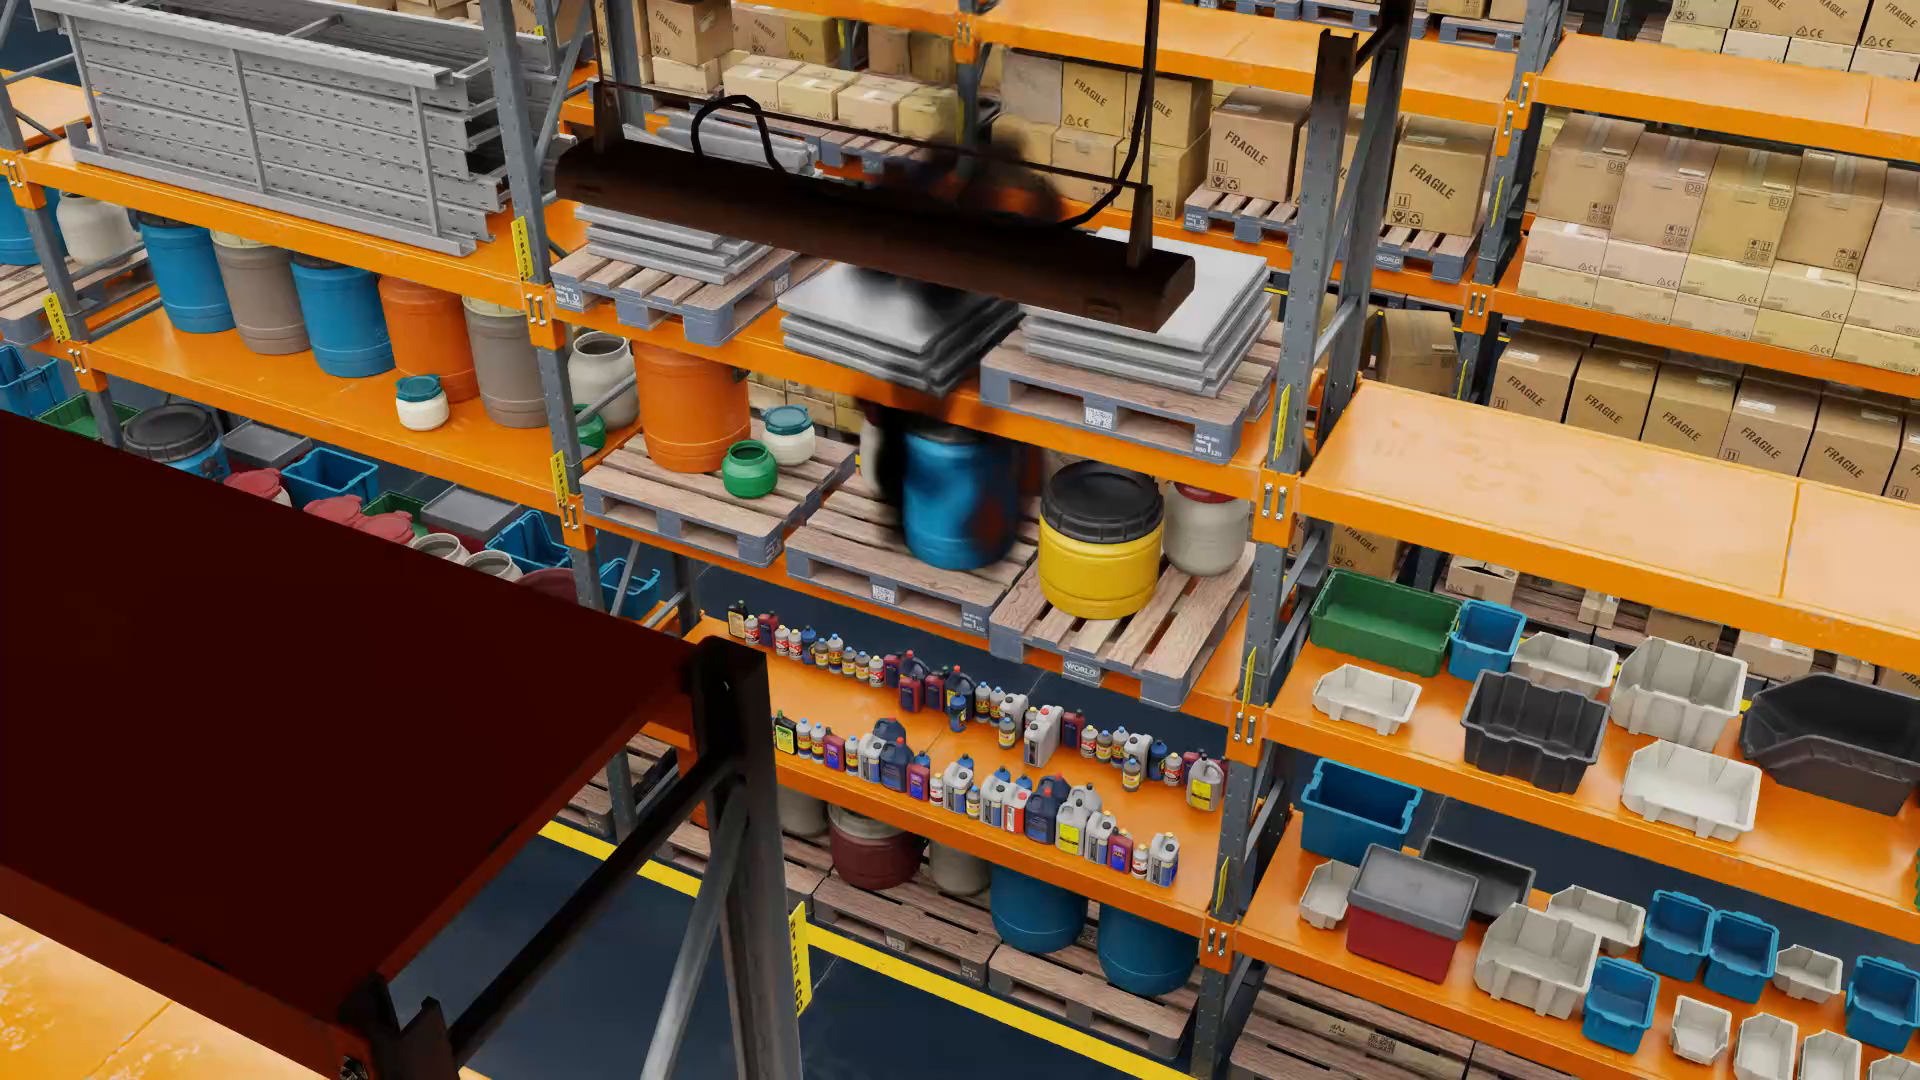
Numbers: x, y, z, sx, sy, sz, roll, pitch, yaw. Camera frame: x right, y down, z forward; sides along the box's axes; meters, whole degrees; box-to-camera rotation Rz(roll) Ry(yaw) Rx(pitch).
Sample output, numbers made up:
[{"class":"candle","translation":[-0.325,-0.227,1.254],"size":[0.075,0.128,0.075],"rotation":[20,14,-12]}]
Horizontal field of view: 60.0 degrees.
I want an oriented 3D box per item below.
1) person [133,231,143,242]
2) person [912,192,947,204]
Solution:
[{"class":"person","translation":[-9.038,-3.585,17.475],"size":[0.840,1.724,0.659],"rotation":[-17,38,-22]},{"class":"person","translation":[-0.294,-3.107,16.787],"size":[0.888,1.750,0.710],"rotation":[8,36,11]}]
